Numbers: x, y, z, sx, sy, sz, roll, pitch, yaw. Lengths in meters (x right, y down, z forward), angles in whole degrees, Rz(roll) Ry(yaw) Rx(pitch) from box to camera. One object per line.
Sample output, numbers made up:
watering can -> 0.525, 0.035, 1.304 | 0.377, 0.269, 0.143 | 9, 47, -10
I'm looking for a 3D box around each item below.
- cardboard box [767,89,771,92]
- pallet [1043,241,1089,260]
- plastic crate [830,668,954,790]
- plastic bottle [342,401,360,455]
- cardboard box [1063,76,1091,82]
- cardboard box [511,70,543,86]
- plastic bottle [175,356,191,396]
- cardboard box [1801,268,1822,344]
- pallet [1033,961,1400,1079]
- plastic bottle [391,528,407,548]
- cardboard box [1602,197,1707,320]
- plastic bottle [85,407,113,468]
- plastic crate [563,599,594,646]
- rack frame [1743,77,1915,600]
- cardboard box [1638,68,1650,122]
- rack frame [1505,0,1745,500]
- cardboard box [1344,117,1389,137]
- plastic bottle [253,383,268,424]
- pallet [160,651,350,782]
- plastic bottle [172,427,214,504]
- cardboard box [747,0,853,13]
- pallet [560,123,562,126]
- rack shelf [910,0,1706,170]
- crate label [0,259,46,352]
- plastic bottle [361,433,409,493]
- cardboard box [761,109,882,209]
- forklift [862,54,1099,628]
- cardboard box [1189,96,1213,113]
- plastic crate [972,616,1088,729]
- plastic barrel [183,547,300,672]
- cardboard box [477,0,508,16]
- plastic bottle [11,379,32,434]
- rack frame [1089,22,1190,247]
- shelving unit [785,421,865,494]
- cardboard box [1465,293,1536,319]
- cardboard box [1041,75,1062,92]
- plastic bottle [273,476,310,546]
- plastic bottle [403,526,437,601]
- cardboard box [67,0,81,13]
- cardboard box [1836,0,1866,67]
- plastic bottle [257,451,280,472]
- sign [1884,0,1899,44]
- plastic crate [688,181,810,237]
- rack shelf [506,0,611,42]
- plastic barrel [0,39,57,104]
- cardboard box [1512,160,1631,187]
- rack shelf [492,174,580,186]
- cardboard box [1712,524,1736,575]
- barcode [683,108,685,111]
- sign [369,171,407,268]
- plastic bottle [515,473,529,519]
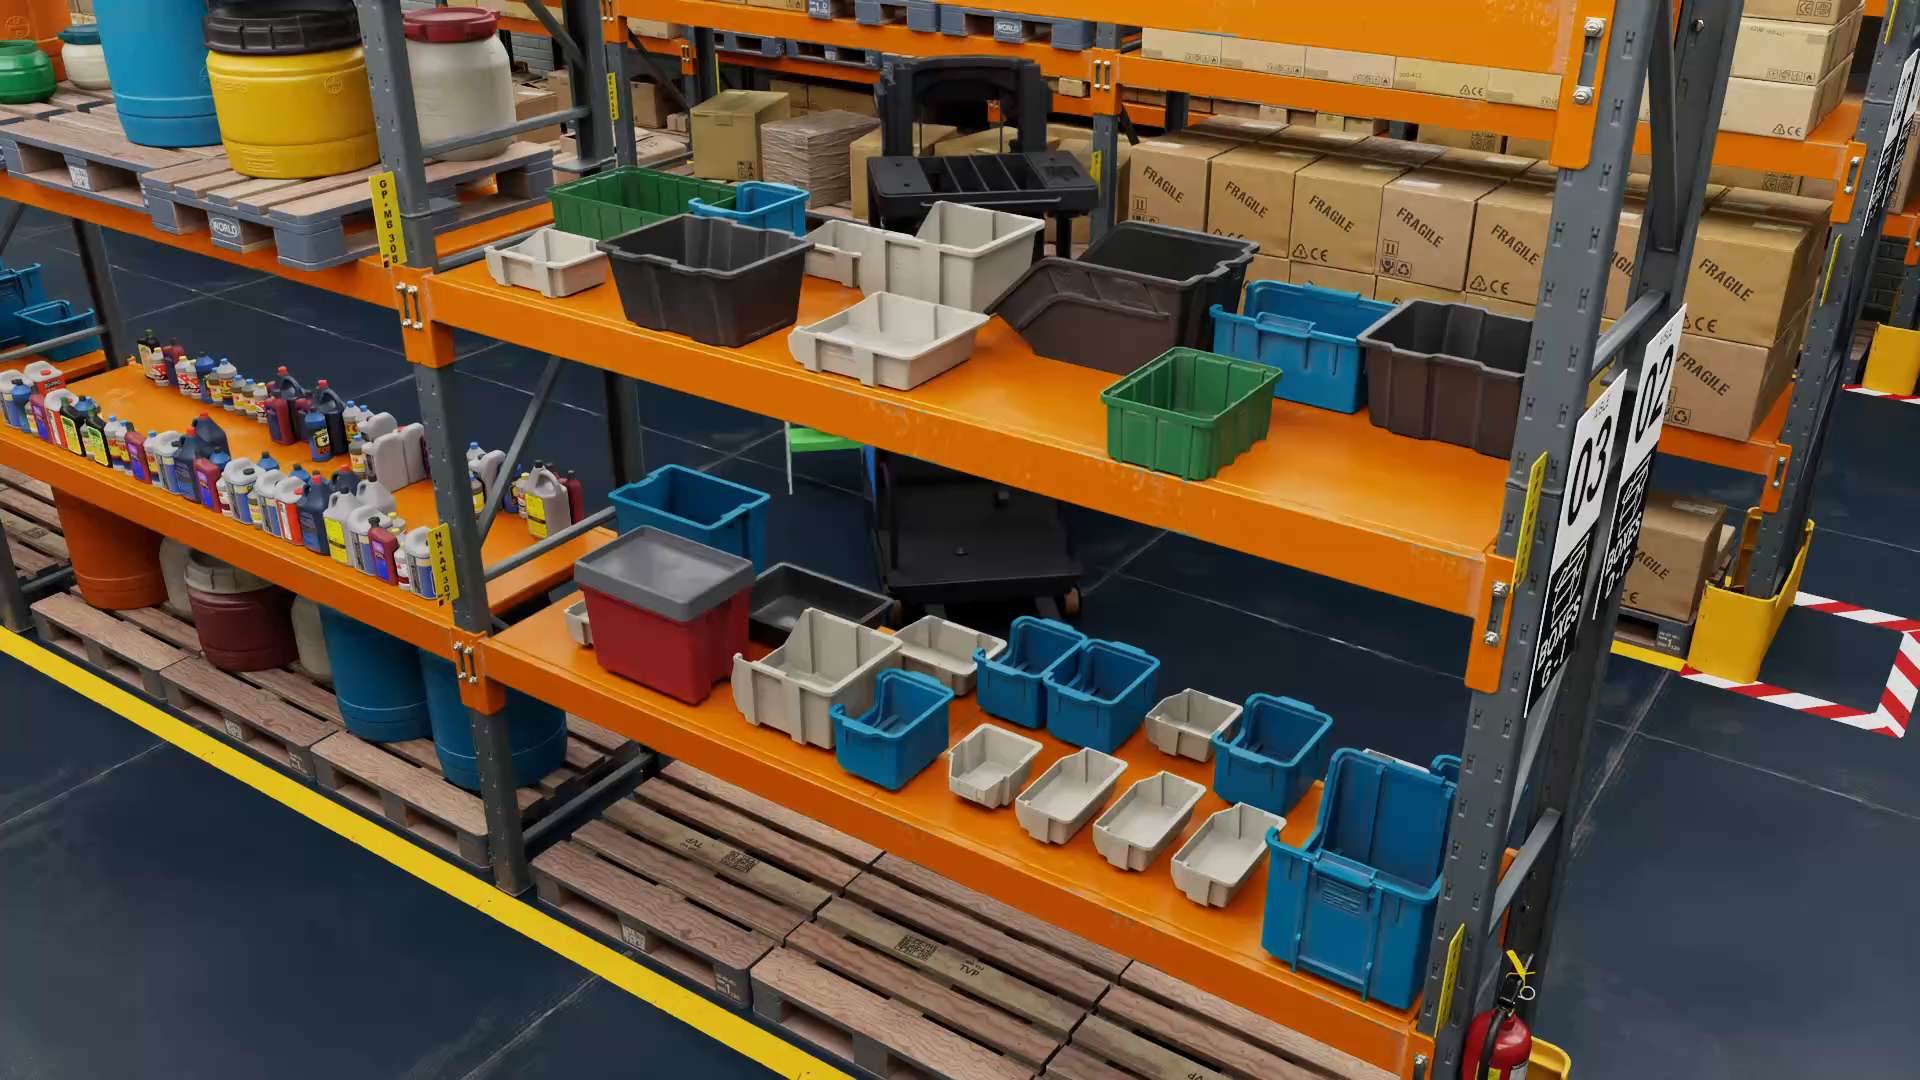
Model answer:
cardboard box -> -2.060, -4.642, 18.335 | 0.500, 0.500, 0.700 | 19, 32, 32
pallet -> 0.520, -1.996, 11.077 | 1.213, 0.211, 1.003 | 17, 32, 30
plastic crate -> -0.232, 0.659, 5.767 | 0.300, 0.233, 0.416 | 17, 32, 30
plastic bottle -> -2.972, -0.551, 8.167 | 0.097, 0.271, 0.097 | 0, 27, 0
cardboard box -> 1.303, -4.543, 15.410 | 0.500, 0.500, 0.500 | 18, 32, 32
cardboard box -> -5.454, -5.557, 20.341 | 0.500, 0.311, 0.500 | 14, 30, 25
plastic bottle -> -4.138, -0.883, 8.897 | 0.097, 0.201, 0.097 | 0, 27, 0
cardboard box -> 6.582, -1.877, 12.924 | 0.500, 0.500, 0.700 | 17, 32, 30
pallet -> 0.948, 2.059, 5.972 | 1.213, 0.211, 1.003 | 17, 32, 30
plastic bottle -> -2.386, 0.047, 7.070 | 0.097, 0.201, 0.097 | 0, 27, 0
cardboard box -> 3.474, -1.440, 8.559 | 0.500, 0.500, 0.500 | 18, 32, 32
plastic bottle -> -4.158, -0.498, 8.051 | 0.133, 0.283, 0.061 | 17, 32, 30
plastic crate -> -1.388, 0.279, 6.619 | 0.243, 0.136, 0.396 | 17, 32, 30
rack frame -> 4.414, -0.808, 8.531 | 0.127, 3.000, 1.000 | 17, 32, 30
cardboard box -> 3.435, -2.244, 8.211 | 0.500, 0.250, 0.500 | 17, 32, 30
rack frame -> 1.606, -1.631, 3.534 | 0.127, 3.000, 1.000 | 17, 32, 30
cardboard box -> 3.479, -3.567, 14.206 | 0.250, 0.149, 0.380 | 18, 32, 31
plastic bottle -> -3.577, -0.708, 8.554 | 0.097, 0.201, 0.097 | 0, 27, 0
pallet -> -3.313, 0.731, 8.580 | 1.213, 0.211, 1.003 | 17, 32, 30
plastic bottle -> -3.542, -0.359, 7.703 | 0.185, 0.351, 0.144 | 17, 32, 30
cardboard box -> -0.953, -3.880, 11.150 | 0.500, 0.500, 0.910 | 17, 32, 30
pallet -> -5.261, -5.286, 20.404 | 1.213, 0.211, 1.003 | 17, 32, 30
rack shelf -> -0.043, -1.646, 4.797 | 4.000, 0.370, 1.077 | 17, 32, 30
crate label -> -5.654, -1.384, 9.623 | 0.616, 0.435, 0.502 | 17, 32, 30
plastic bottle -> -2.706, -0.372, 7.810 | 0.135, 0.276, 0.152 | 17, 32, 30
cardboard box -> -0.952, -2.669, 11.613 | 0.700, 0.500, 0.500 | -24, 36, -39
forklift -> 0.091, -0.984, 8.952 | 1.130, 2.935, 3.031 | -4, 27, -7
cardboard box -> 2.244, -3.982, 15.022 | 0.250, 0.149, 0.380 | 18, 32, 32
plastic crate -> 0.256, 0.489, 6.101 | 0.300, 0.233, 0.416 | 17, 32, 30
plastic barrel -> -3.644, 0.285, 8.579 | 0.708, 0.588, 0.600 | 17, 32, 30
cardboard box -> -5.315, -6.340, 19.544 | 0.500, 0.250, 0.500 | 16, 31, 29
plastic bottle -> -4.734, -0.683, 8.426 | 0.097, 0.271, 0.097 | 0, 27, 0
rack frame -> 1.116, -1.836, 10.550 | 0.127, 3.000, 1.000 | 17, 32, 30
shelving unit -> -0.877, -0.905, 10.705 | 0.503, 1.200, 0.258 | -4, 27, -8
cardboard box -> 3.053, -1.128, 9.050 | 0.500, 0.500, 0.500 | 18, 32, 31
cardboard box -> 0.964, -4.374, 15.792 | 0.250, 0.149, 0.380 | 18, 32, 31
plastic bottle -> -2.916, -0.133, 7.341 | 0.135, 0.276, 0.152 | 17, 32, 30
plastic bottle -> -2.199, 0.090, 6.902 | 0.135, 0.276, 0.152 | 17, 32, 30
cardboard box -> -8.354, -5.402, 16.016 | 0.500, 0.500, 0.700 | 17, 32, 30
cardboard box -> 4.138, -2.531, 8.222 | 0.500, 0.250, 0.500 | 17, 32, 30
plastic bottle -> -3.163, -0.277, 7.628 | 0.097, 0.271, 0.097 | 0, 27, 0
sign -> 4.083, -2.338, 7.253 | 0.005, 0.325, 0.100 | 17, 32, 30
plastic crate -> -0.760, -1.133, 6.046 | 0.300, 0.233, 0.416 | 17, 32, 30
rack shelf -> -3.829, -4.393, 13.060 | 4.000, 0.370, 1.077 | 17, 32, 30
plastic barrel -> -4.245, -2.109, 7.487 | 0.294, 0.245, 0.294 | 0, 27, 0
cardboard box -> 3.352, -1.773, 9.214 | 0.500, 0.500, 0.500 | 18, 32, 31
rack shelf -> -3.829, -3.056, 13.740 | 4.000, 0.370, 1.077 | 17, 32, 30
cardboard box -> 4.263, 0.030, 9.542 | 0.250, 0.149, 0.380 | 17, 32, 30
barcode -> -3.207, -5.031, 19.407 | 0.075, 0.075, 0.001 | 17, 32, 30
sign -> -2.004, -1.120, 5.827 | 0.005, 0.325, 0.100 | 17, 32, 30
plastic bottle -> -1.967, -0.207, 7.568 | 0.097, 0.201, 0.097 | 0, 27, 0
